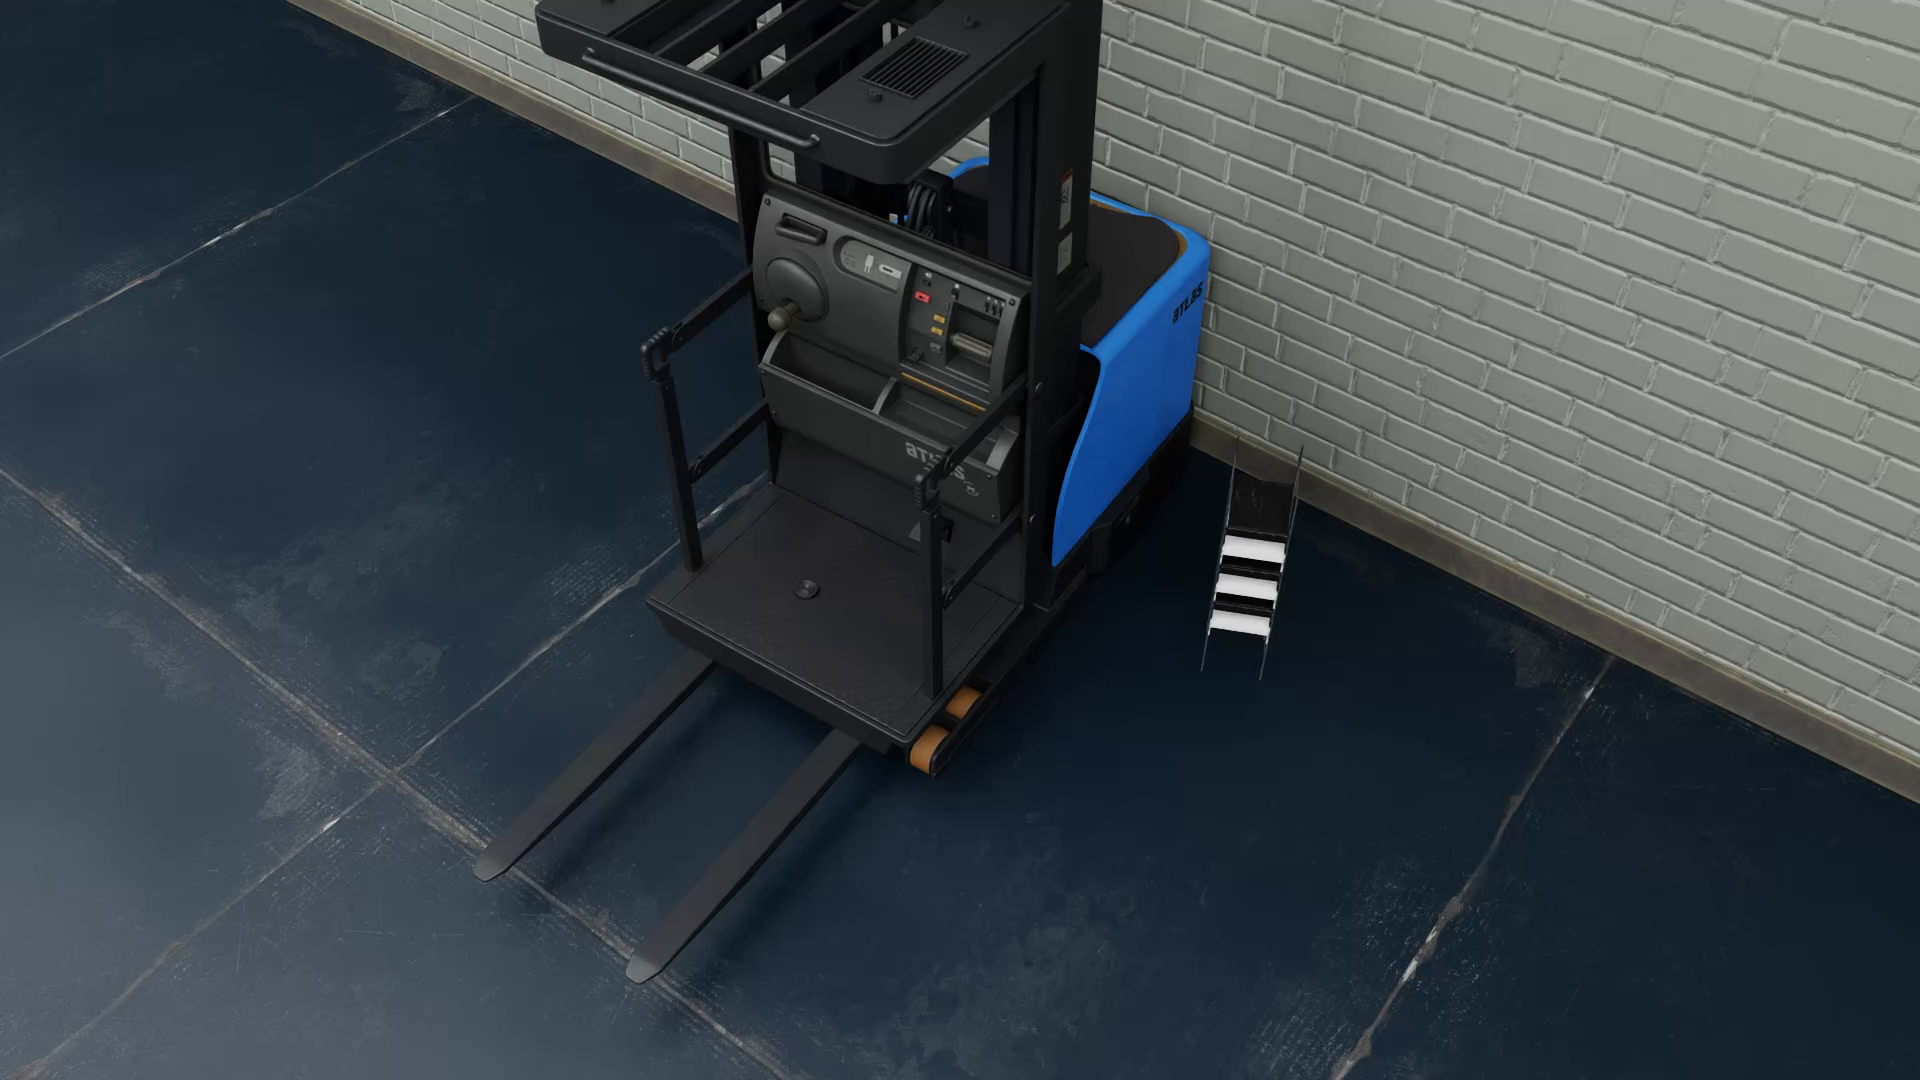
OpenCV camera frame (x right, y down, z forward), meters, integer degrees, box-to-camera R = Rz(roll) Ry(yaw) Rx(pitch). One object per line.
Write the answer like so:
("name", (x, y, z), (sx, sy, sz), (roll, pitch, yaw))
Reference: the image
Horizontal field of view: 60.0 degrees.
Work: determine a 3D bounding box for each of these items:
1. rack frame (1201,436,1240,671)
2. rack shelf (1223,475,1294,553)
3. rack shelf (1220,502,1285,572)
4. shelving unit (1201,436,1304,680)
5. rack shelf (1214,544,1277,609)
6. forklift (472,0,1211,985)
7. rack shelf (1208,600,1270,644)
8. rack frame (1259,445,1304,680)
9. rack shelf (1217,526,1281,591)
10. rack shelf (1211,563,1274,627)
("rack frame", (0.868, 0.062, 5.568), (0.006, 0.900, 0.240), (8, 47, 8))
("rack shelf", (0.968, -0.086, 5.383), (0.200, 0.077, 0.258), (8, 47, 8))
("rack shelf", (0.968, -0.024, 5.448), (0.200, 0.077, 0.258), (8, 47, 8))
("shelving unit", (0.968, 0.077, 5.554), (0.210, 0.900, 0.258), (8, 47, 8))
("rack shelf", (0.968, 0.100, 5.578), (0.200, 0.077, 0.258), (8, 47, 8))
("forklift", (-0.348, -0.636, 4.831), (1.130, 2.935, 3.031), (26, 52, 23))
("rack shelf", (0.968, 0.224, 5.708), (0.200, 0.077, 0.258), (8, 47, 8))
("rack frame", (1.067, 0.092, 5.540), (0.006, 0.900, 0.240), (8, 47, 8))
("rack shelf", (0.968, 0.038, 5.513), (0.200, 0.077, 0.258), (8, 47, 8))
("rack shelf", (0.968, 0.162, 5.643), (0.200, 0.077, 0.258), (8, 47, 8))
